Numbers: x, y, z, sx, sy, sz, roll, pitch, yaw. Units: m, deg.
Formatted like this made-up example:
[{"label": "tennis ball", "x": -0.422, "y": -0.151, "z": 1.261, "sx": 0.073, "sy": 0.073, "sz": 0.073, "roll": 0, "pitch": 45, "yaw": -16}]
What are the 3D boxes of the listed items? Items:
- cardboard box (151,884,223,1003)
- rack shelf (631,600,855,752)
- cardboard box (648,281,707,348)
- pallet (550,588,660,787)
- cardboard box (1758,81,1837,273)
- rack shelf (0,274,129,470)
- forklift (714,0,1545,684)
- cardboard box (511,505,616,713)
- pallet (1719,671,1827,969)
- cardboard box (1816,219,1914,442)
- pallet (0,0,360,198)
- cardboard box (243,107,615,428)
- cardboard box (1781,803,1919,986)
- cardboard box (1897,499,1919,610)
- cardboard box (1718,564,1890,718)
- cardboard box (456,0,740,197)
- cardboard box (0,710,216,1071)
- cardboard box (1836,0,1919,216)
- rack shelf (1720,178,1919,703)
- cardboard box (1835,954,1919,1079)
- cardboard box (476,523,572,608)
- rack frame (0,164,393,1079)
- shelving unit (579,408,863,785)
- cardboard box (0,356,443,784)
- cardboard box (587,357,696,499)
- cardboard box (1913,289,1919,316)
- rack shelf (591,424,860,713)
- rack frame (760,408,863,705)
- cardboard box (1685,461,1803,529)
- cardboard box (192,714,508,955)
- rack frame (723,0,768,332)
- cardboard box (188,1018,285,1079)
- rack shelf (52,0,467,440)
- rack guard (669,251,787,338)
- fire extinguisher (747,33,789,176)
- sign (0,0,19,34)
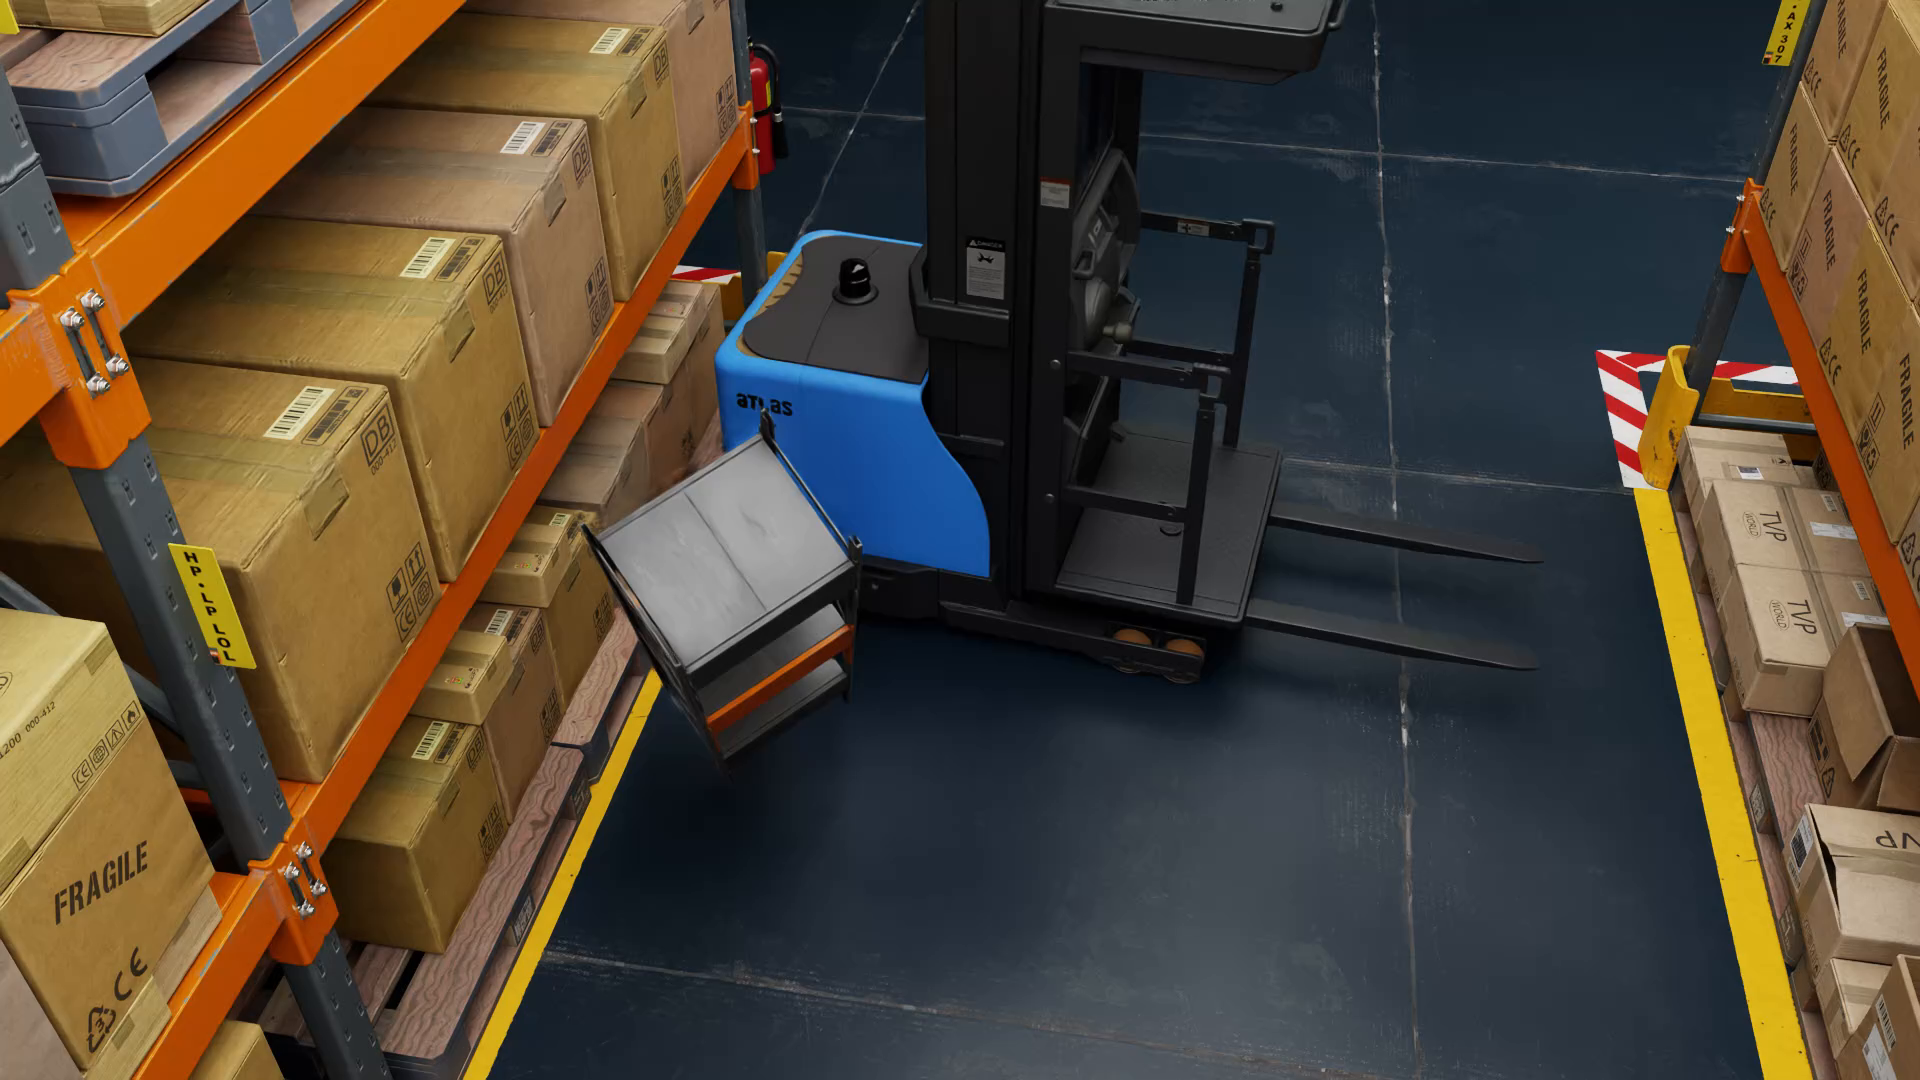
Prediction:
[{"label": "cardboard box", "x": -1.837, "y": 0.832, "z": 3.571, "sx": 0.380, "sy": 0.149, "sz": 0.250, "roll": 7, "pitch": 40, "yaw": 8}, {"label": "rack shelf", "x": -0.622, "y": 0.271, "z": 4.797, "sx": 0.480, "sy": 0.518, "sz": 0.431, "roll": -34, "pitch": 80, "yaw": -12}, {"label": "cardboard box", "x": -1.231, "y": -0.908, "z": 6.617, "sx": 0.380, "sy": 0.149, "sz": 0.250, "roll": 6, "pitch": 40, "yaw": 7}, {"label": "pallet", "x": -1.640, "y": 0.338, "z": 6.175, "sx": 1.003, "sy": 0.211, "sz": 1.213, "roll": 6, "pitch": 40, "yaw": 8}, {"label": "cardboard box", "x": 3.178, "y": -1.256, "z": 5.836, "sx": 0.500, "sy": 0.500, "sz": 0.500, "roll": 7, "pitch": 40, "yaw": 9}, {"label": "rack shelf", "x": -2.404, "y": 0.876, "z": 1.547, "sx": 1.077, "sy": 0.370, "sz": 4.000, "roll": 6, "pitch": 40, "yaw": 8}, {"label": "forklift", "x": 0.685, "y": -0.981, "z": 5.636, "sx": 3.031, "sy": 2.935, "sz": 1.130, "roll": 11, "pitch": 41, "yaw": 13}, {"label": "cardboard box", "x": -1.646, "y": 0.207, "z": 5.778, "sx": 0.700, "sy": 0.500, "sz": 0.500, "roll": 7, "pitch": 40, "yaw": 9}, {"label": "pallet", "x": 3.151, "y": 0.920, "z": 5.472, "sx": 1.003, "sy": 0.211, "sz": 1.213, "roll": 6, "pitch": 40, "yaw": 8}, {"label": "cardboard box", "x": 3.004, "y": -0.617, "z": 5.063, "sx": 0.500, "sy": 0.500, "sz": 0.500, "roll": 6, "pitch": 40, "yaw": 8}, {"label": "pallet", "x": -1.906, "y": -1.134, "z": 3.483, "sx": 1.003, "sy": 0.211, "sz": 1.213, "roll": 6, "pitch": 40, "yaw": 8}, {"label": "cardboard box", "x": -1.700, "y": -0.870, "z": 5.212, "sx": 0.980, "sy": 0.700, "sz": 0.700, "roll": 5, "pitch": 40, "yaw": 6}, {"label": "cardboard box", "x": 2.771, "y": 1.051, "z": 4.890, "sx": 0.500, "sy": 0.311, "sz": 0.500, "roll": 6, "pitch": 40, "yaw": 8}, {"label": "cardboard box", "x": 2.830, "y": 0.017, "z": 4.297, "sx": 0.500, "sy": 0.500, "sz": 0.500, "roll": 7, "pitch": 40, "yaw": 9}, {"label": "cardboard box", "x": 2.968, "y": 0.361, "z": 5.772, "sx": 0.500, "sy": 0.250, "sz": 0.500, "roll": 6, "pitch": 40, "yaw": 8}, {"label": "cardboard box", "x": -1.444, "y": -1.805, "z": 6.343, "sx": 0.980, "sy": 0.700, "sz": 0.700, "roll": 8, "pitch": 40, "yaw": 10}, {"label": "cardboard box", "x": -1.889, "y": 0.657, "z": 3.274, "sx": 0.500, "sy": 0.500, "sz": 0.500, "roll": 6, "pitch": 40, "yaw": 7}, {"label": "cardboard box", "x": 3.095, "y": -1.312, "z": 5.120, "sx": 0.500, "sy": 0.500, "sz": 0.500, "roll": 7, "pitch": 40, "yaw": 8}, {"label": "rack shelf", "x": 3.168, "y": 0.066, "z": 4.881, "sx": 1.077, "sy": 0.370, "sz": 4.000, "roll": 6, "pitch": 40, "yaw": 8}, {"label": "cardboard box", "x": 2.641, "y": 1.449, "z": 4.260, "sx": 0.500, "sy": 0.500, "sz": 0.500, "roll": 6, "pitch": 40, "yaw": 8}, {"label": "cardboard box", "x": -1.498, "y": 0.071, "z": 5.433, "sx": 0.380, "sy": 0.149, "sz": 0.250, "roll": 5, "pitch": 40, "yaw": 6}, {"label": "rack frame", "x": -2.058, "y": 0.500, "z": 3.791, "sx": 1.000, "sy": 3.000, "sz": 0.127, "roll": 6, "pitch": 40, "yaw": 8}, {"label": "shelving unit", "x": -0.621, "y": 0.267, "z": 4.784, "sx": 0.503, "sy": 2.100, "sz": 0.431, "roll": -34, "pitch": 80, "yaw": -12}, {"label": "cardboard box", "x": -1.948, "y": 0.046, "z": 4.105, "sx": 0.980, "sy": 0.700, "sz": 0.700, "roll": 7, "pitch": 40, "yaw": 8}, {"label": "cardboard box", "x": -1.475, "y": -0.444, "z": 6.566, "sx": 0.700, "sy": 0.500, "sz": 0.500, "roll": 6, "pitch": 40, "yaw": 8}, {"label": "cardboard box", "x": 2.916, "y": -0.680, "z": 4.355, "sx": 0.500, "sy": 0.500, "sz": 0.500, "roll": 6, "pitch": 40, "yaw": 7}, {"label": "rack shelf", "x": -0.569, "y": 0.085, "z": 4.124, "sx": 0.480, "sy": 0.518, "sz": 0.431, "roll": -34, "pitch": 80, "yaw": -12}, {"label": "rack frame", "x": -0.423, "y": 0.135, "z": 4.836, "sx": 0.015, "sy": 2.100, "sz": 0.400, "roll": -34, "pitch": 80, "yaw": -12}, {"label": "cardboard box", "x": 3.060, "y": -0.162, "z": 6.471, "sx": 0.380, "sy": 0.166, "sz": 0.250, "roll": 6, "pitch": 40, "yaw": 8}, {"label": "cardboard box", "x": -1.827, "y": 0.843, "z": 5.008, "sx": 0.700, "sy": 0.500, "sz": 0.500, "roll": 7, "pitch": 40, "yaw": 8}, {"label": "rack frame", "x": -1.365, "y": -2.010, "z": 6.828, "sx": 1.000, "sy": 3.000, "sz": 0.127, "roll": 6, "pitch": 40, "yaw": 8}, {"label": "cardboard box", "x": -2.042, "y": 1.589, "z": 3.832, "sx": 0.750, "sy": 0.750, "sz": 0.750, "roll": 7, "pitch": 40, "yaw": 8}, {"label": "rack shelf", "x": -1.711, "y": -1.634, "z": 4.583, "sx": 1.077, "sy": 0.370, "sz": 4.000, "roll": 6, "pitch": 40, "yaw": 8}, {"label": "rack guard", "x": -1.361, "y": -1.062, "z": 7.642, "sx": 1.175, "sy": 0.500, "sz": 0.348, "roll": 6, "pitch": 40, "yaw": 8}, {"label": "fire extinguisher", "x": -0.885, "y": -1.881, "z": 7.024, "sx": 0.296, "sy": 0.674, "sz": 0.183, "roll": 6, "pitch": 40, "yaw": 8}, {"label": "sign", "x": -1.521, "y": -0.923, "z": 2.505, "sx": 0.100, "sy": 0.325, "sz": 0.005, "roll": 6, "pitch": 40, "yaw": 8}]
